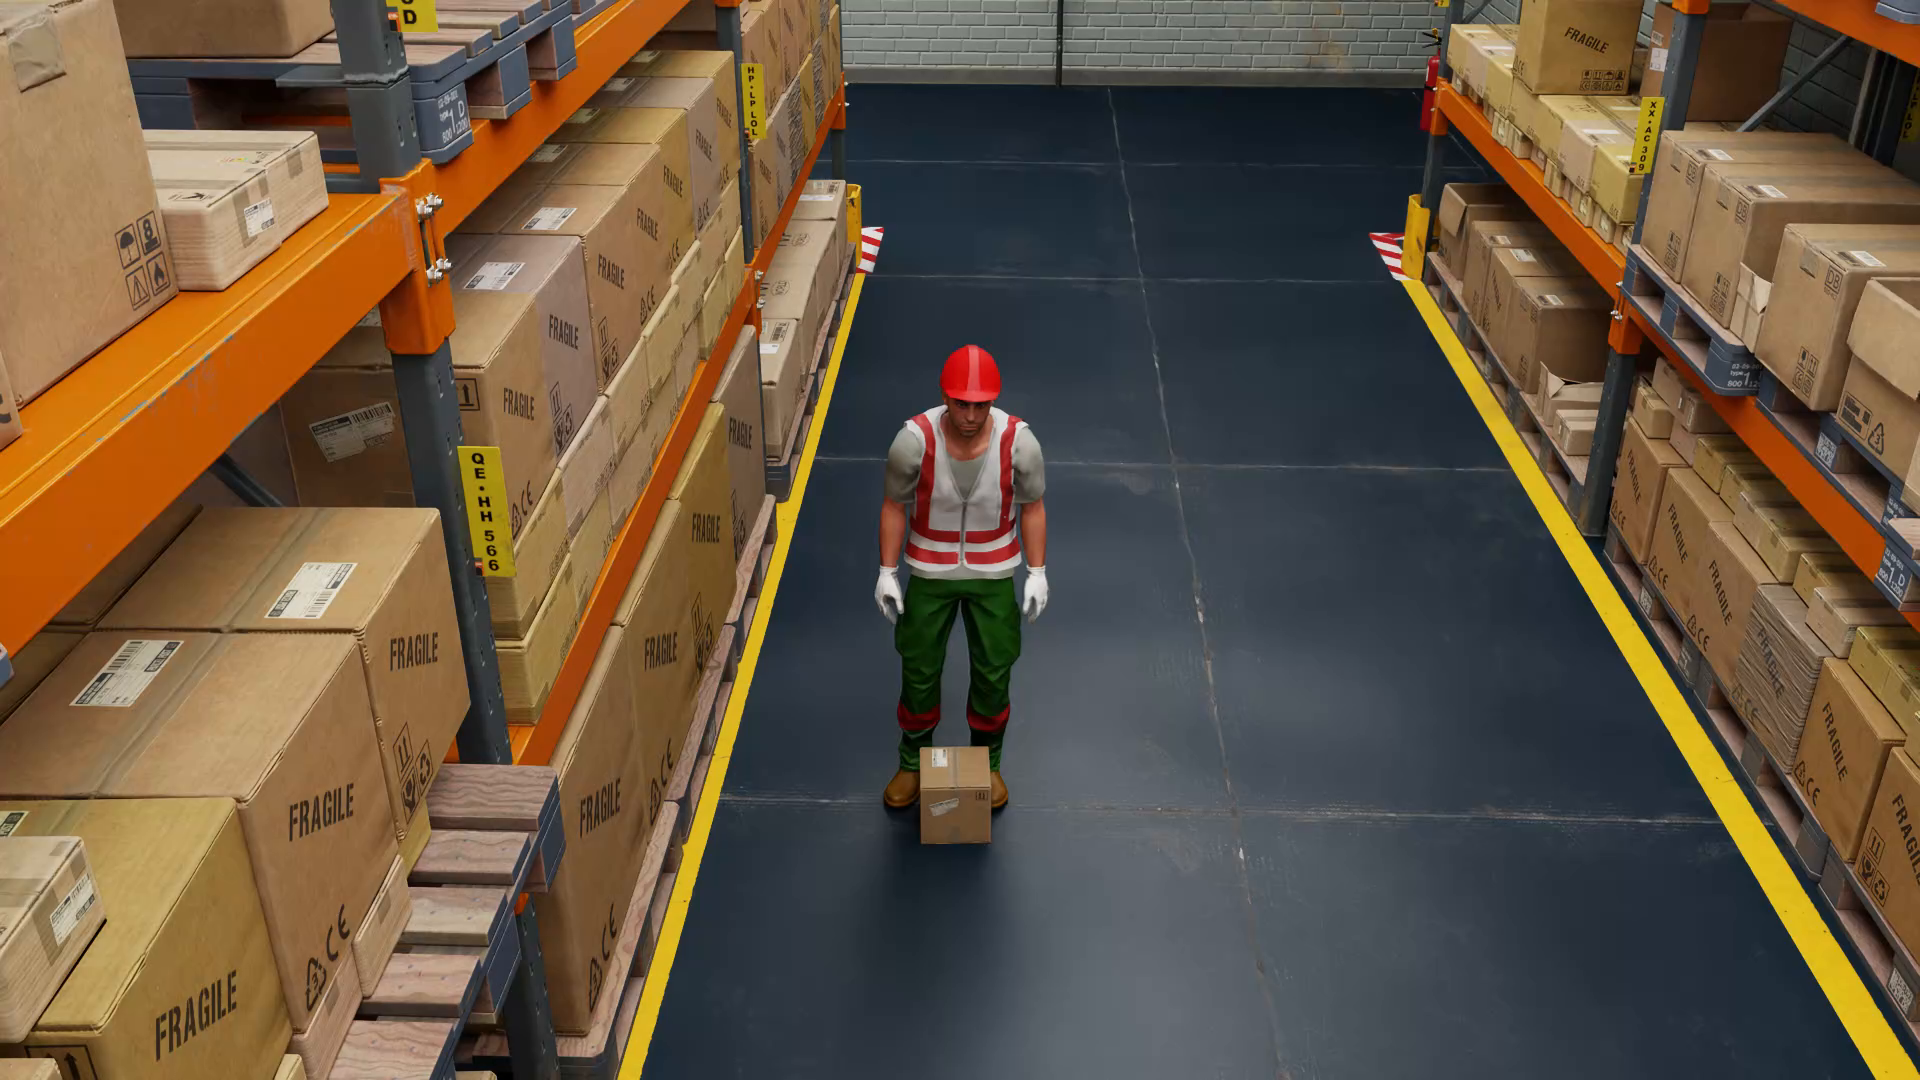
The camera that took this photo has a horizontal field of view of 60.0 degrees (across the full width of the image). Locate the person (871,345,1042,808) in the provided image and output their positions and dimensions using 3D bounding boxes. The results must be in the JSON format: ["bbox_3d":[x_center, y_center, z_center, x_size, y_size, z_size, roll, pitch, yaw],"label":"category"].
[{"bbox_3d":[-0.014,0.140,5.839,0.605,1.778,0.453,1,28,2],"label":"person"}]
